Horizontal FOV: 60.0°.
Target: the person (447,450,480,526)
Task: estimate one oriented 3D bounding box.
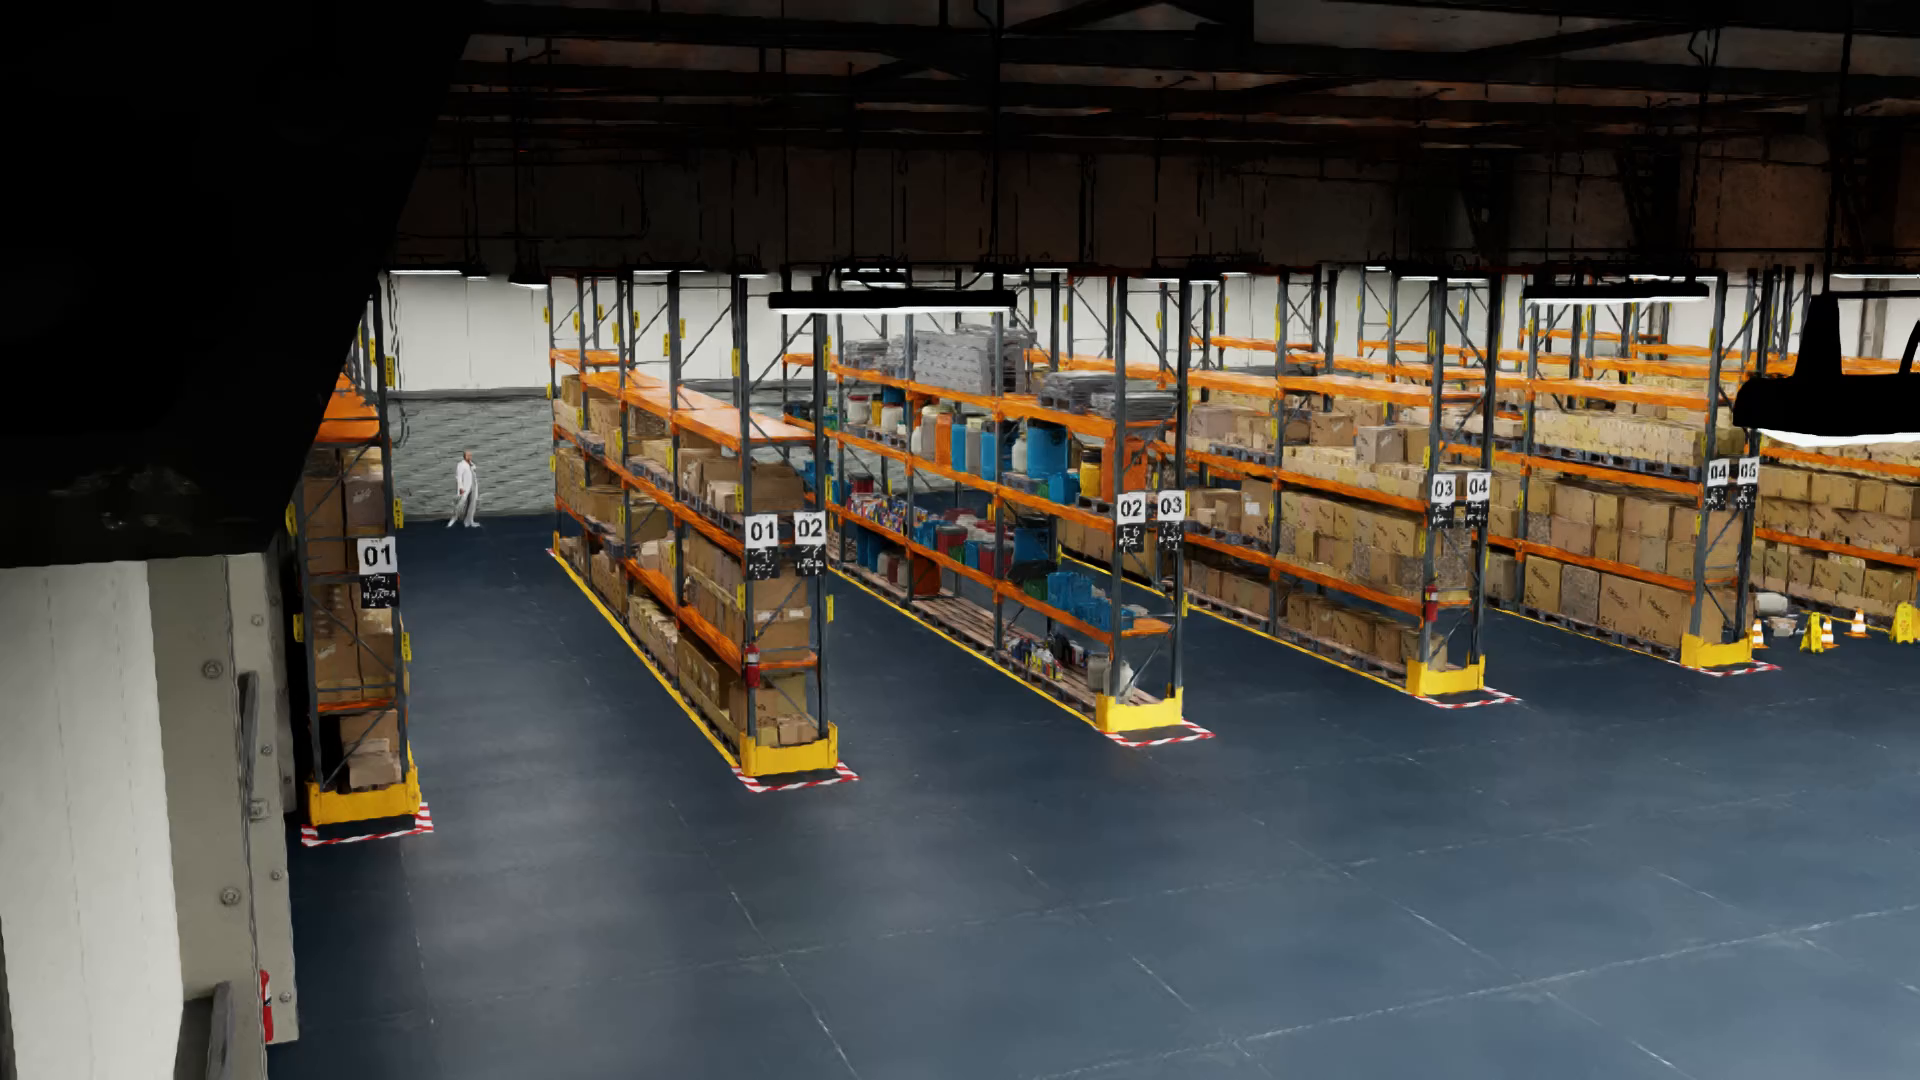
[{"bbox_3d":[-11.470,-1.182,38.319,0.547,1.771,0.792,5,11,28],"label":"person"}]
